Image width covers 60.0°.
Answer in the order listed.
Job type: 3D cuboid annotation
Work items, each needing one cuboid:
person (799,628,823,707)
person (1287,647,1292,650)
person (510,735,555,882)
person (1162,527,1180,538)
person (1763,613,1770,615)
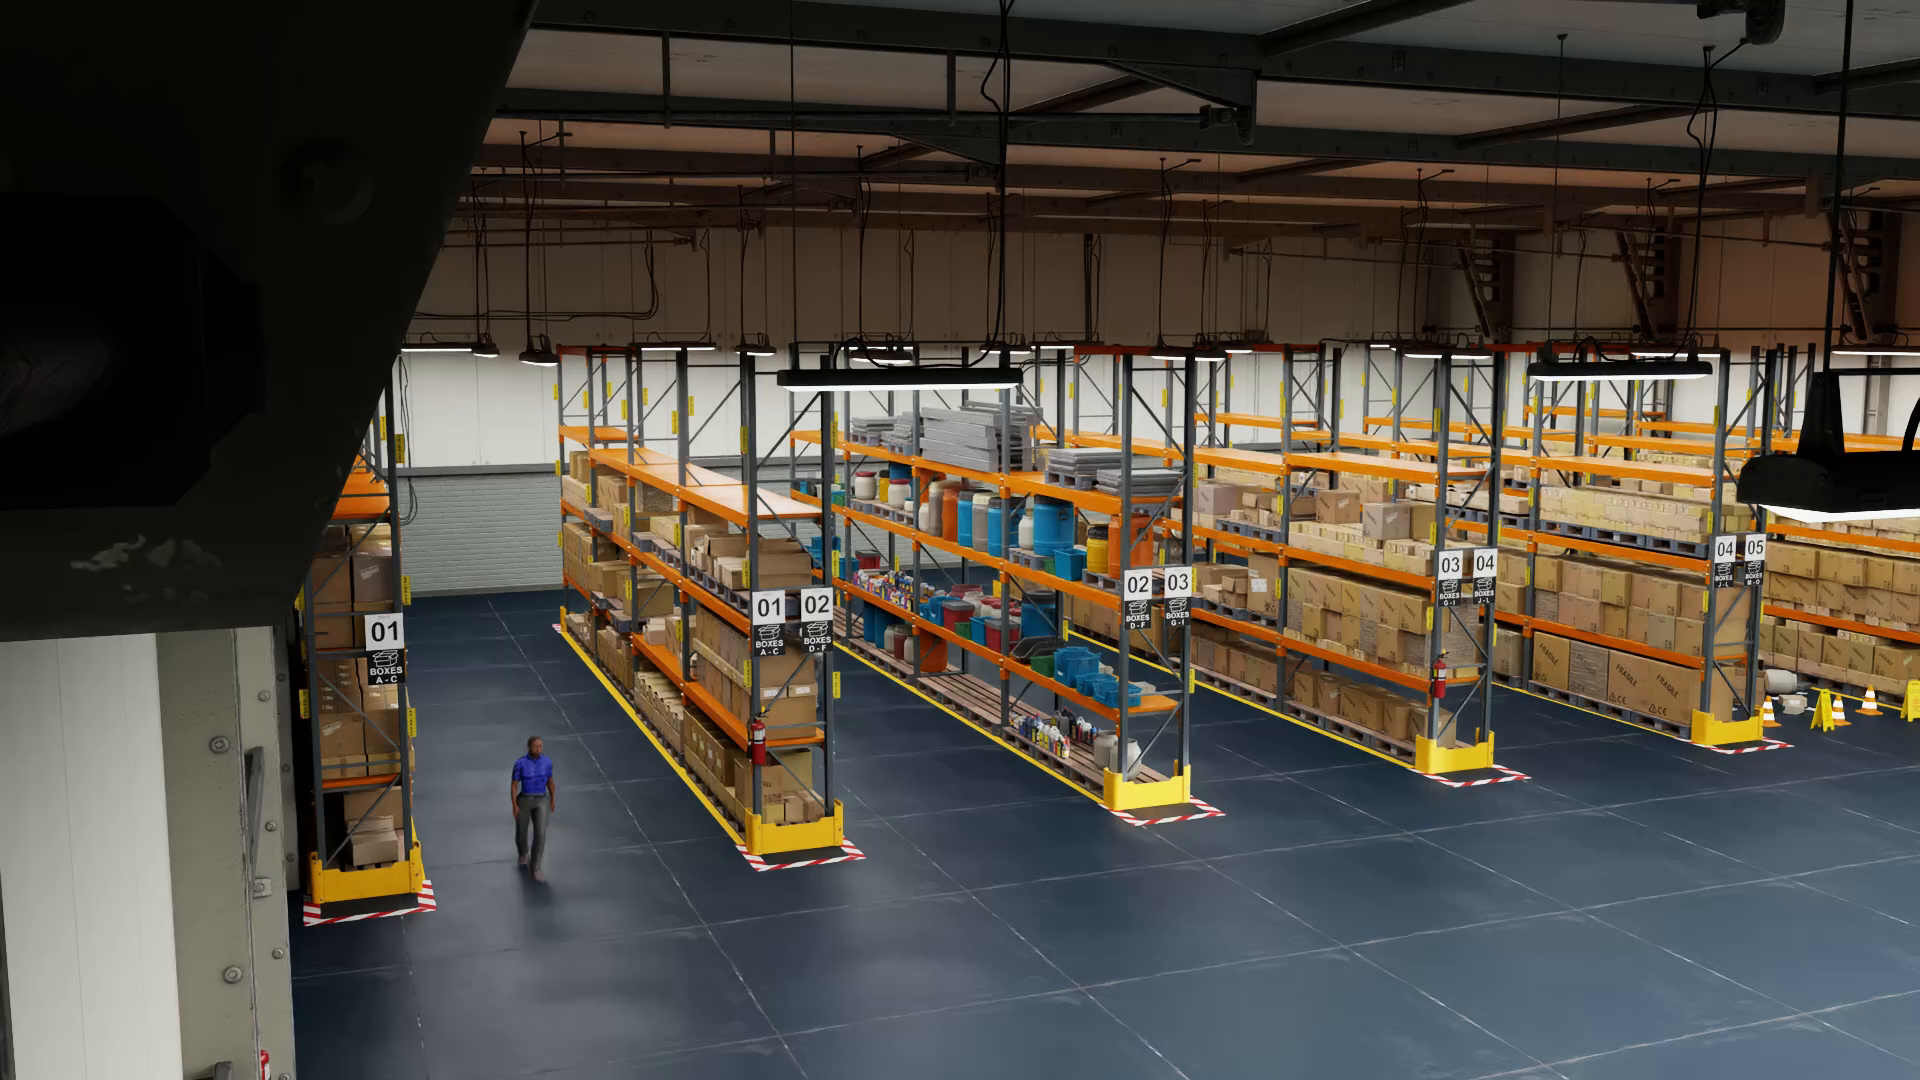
[{"bbox_3d":[-2.455,1.943,28.065,0.564,1.623,1.031,-2,8,-18],"label":"person"},{"bbox_3d":[6.438,1.318,32.989,0.453,1.638,0.808,-3,8,-24],"label":"person"},{"bbox_3d":[-4.966,3.086,19.377,0.538,1.650,0.786,-4,8,-26],"label":"person"},{"bbox_3d":[5.211,0.192,41.309,0.468,1.789,0.561,-6,9,-40],"label":"person"},{"bbox_3d":[16.143,1.266,33.353,0.612,1.688,0.786,-4,9,-32],"label":"person"}]
